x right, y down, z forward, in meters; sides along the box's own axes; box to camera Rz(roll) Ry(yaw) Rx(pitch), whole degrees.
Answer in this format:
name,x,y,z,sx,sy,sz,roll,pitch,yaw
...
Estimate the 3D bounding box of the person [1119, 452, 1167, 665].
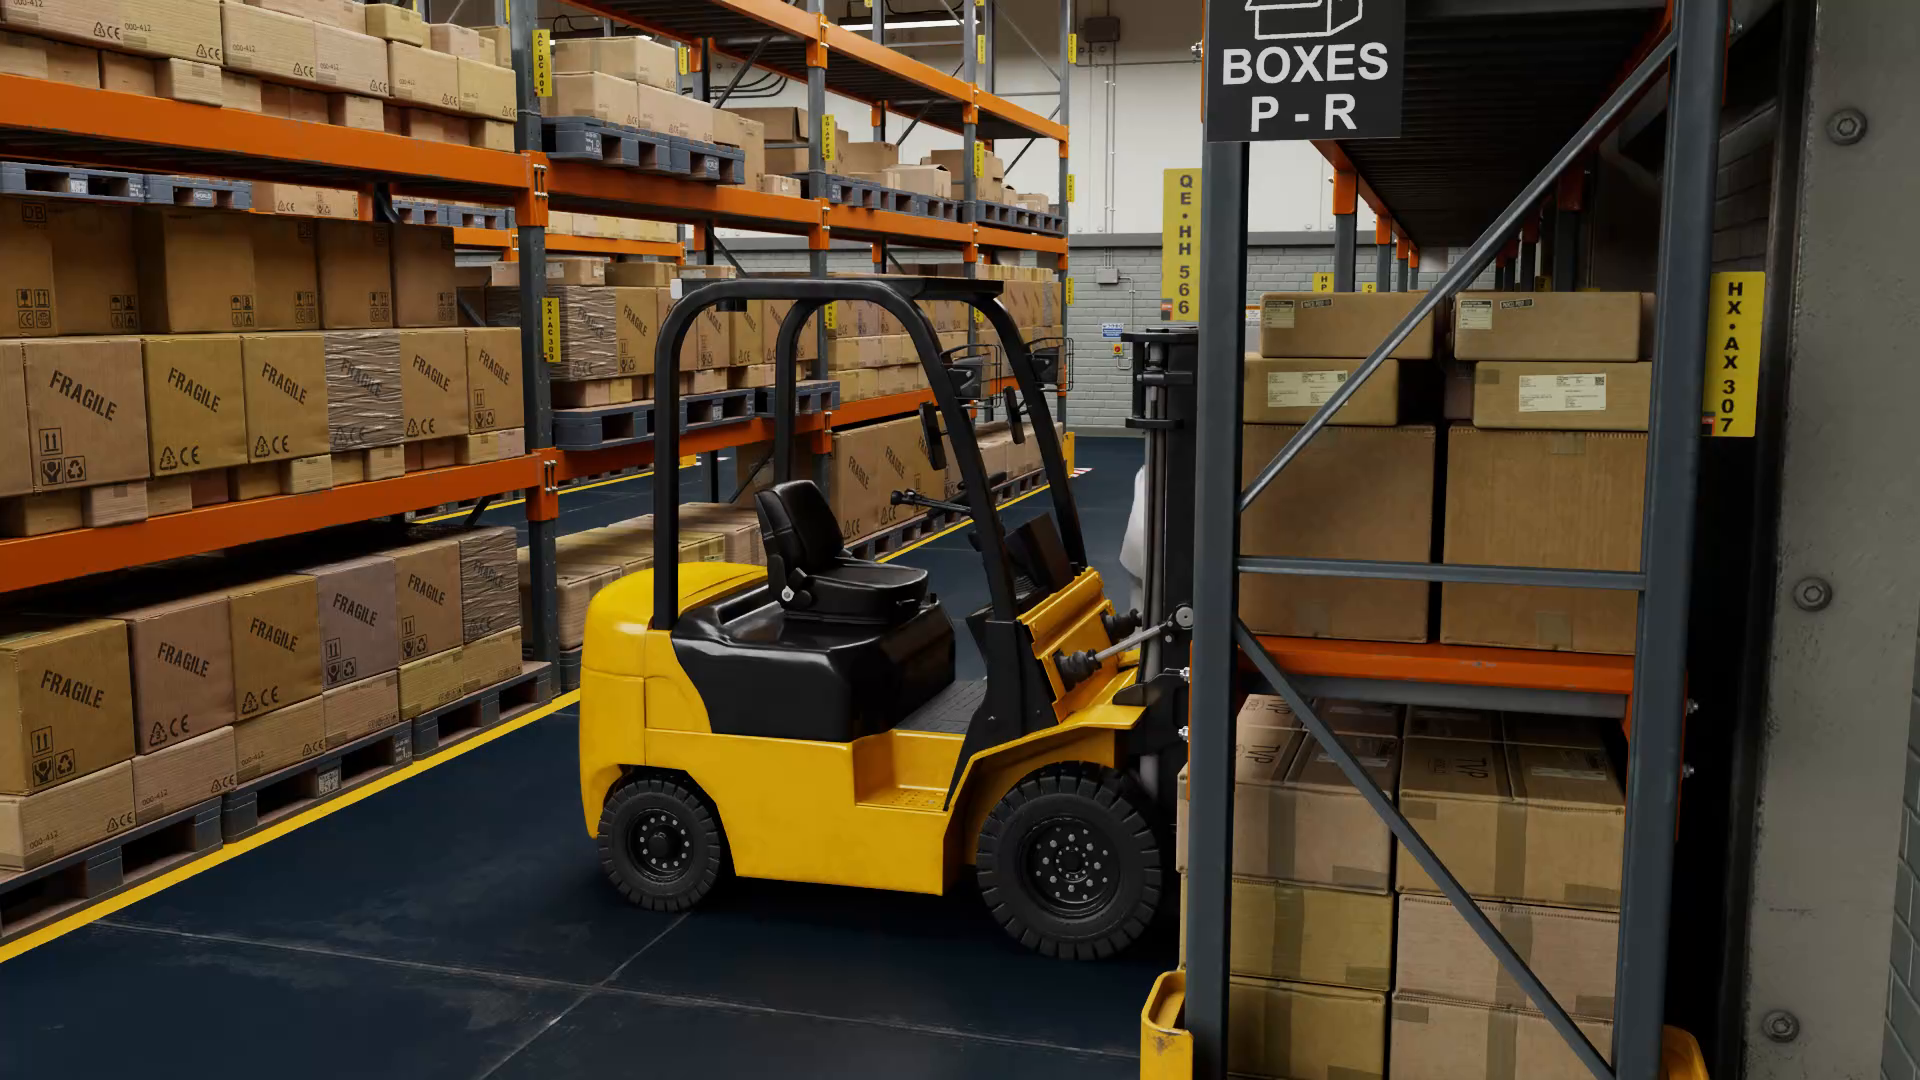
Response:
name,x,y,z,sx,sy,sz,roll,pitch,yaw
person,1.208,0.097,9.345,0.568,1.314,0.900,2,8,14
